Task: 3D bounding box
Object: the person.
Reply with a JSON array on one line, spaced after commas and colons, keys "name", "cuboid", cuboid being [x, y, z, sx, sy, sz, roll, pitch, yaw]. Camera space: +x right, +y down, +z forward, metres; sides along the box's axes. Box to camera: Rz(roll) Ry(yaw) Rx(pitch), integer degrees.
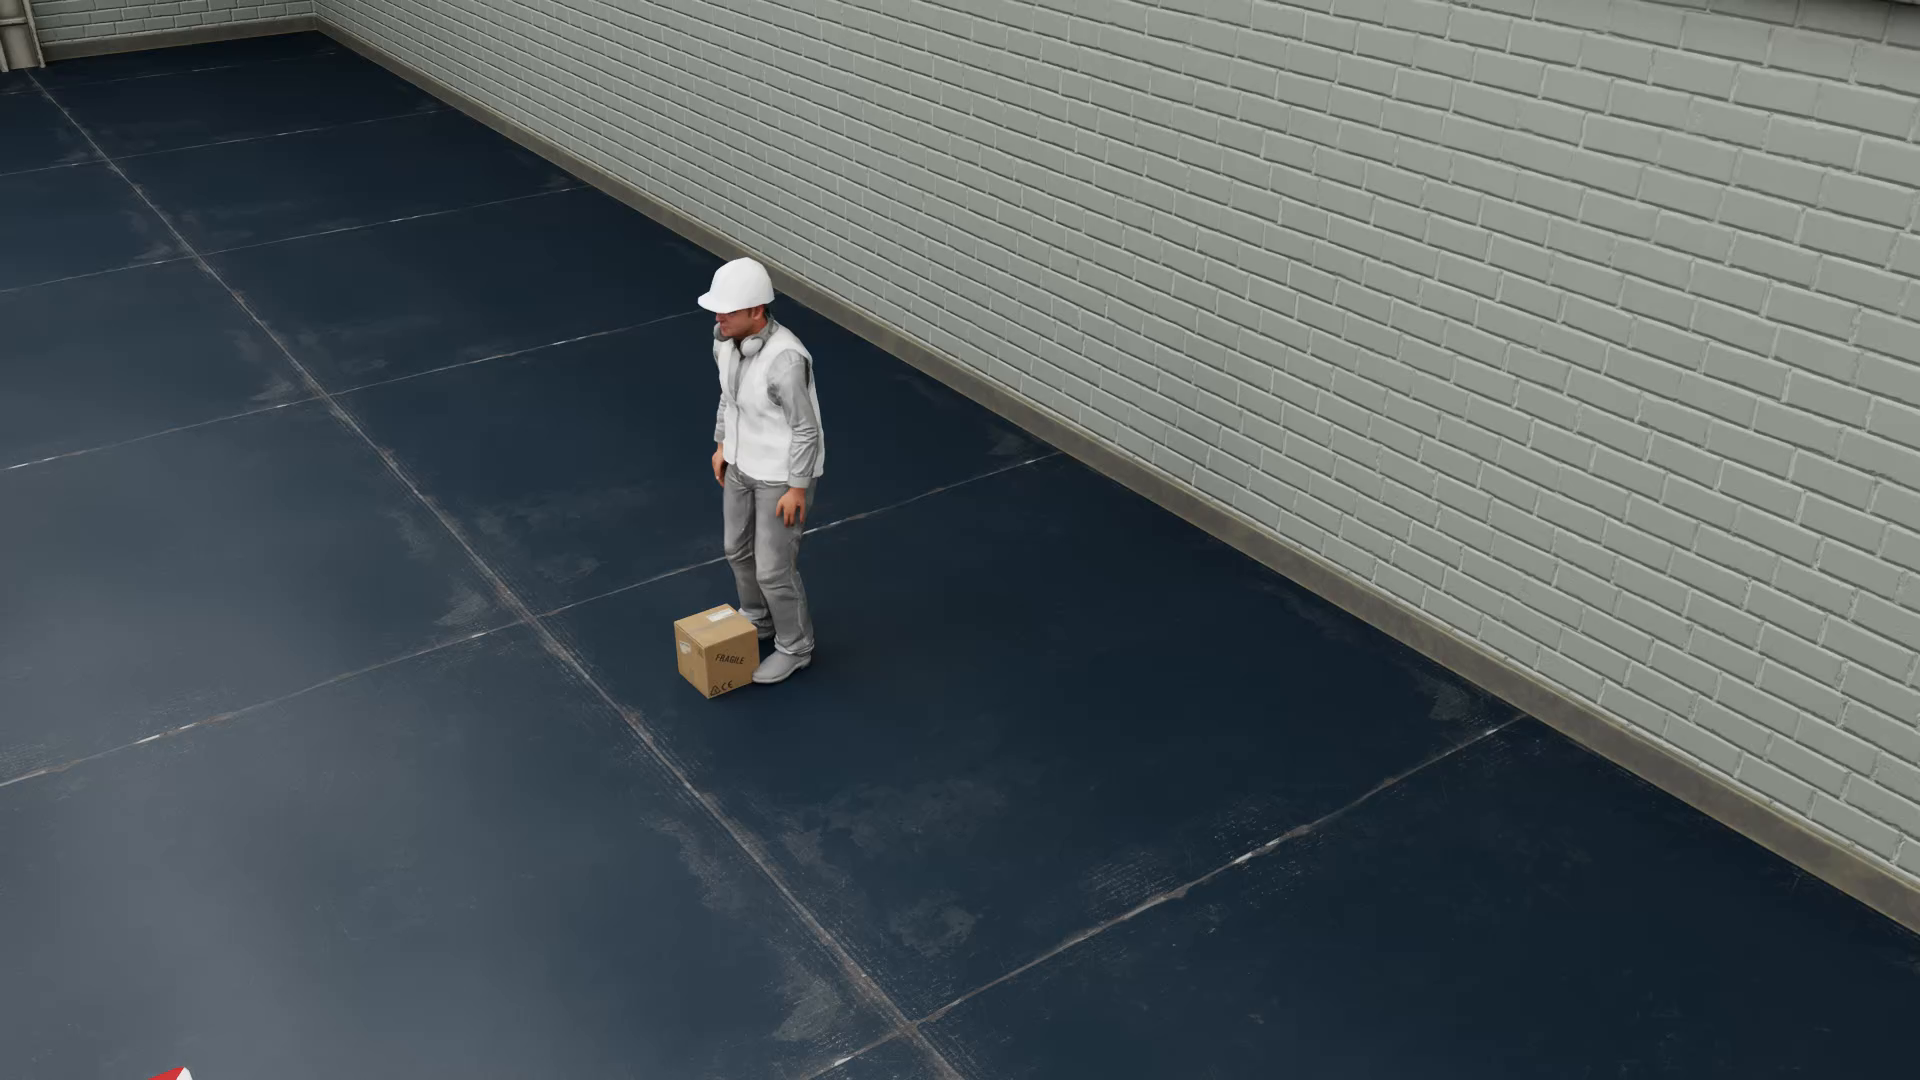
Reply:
[{"name": "person", "cuboid": [-0.785, -0.285, 6.623, 0.464, 1.771, 0.593, -21, 35, -34]}]
